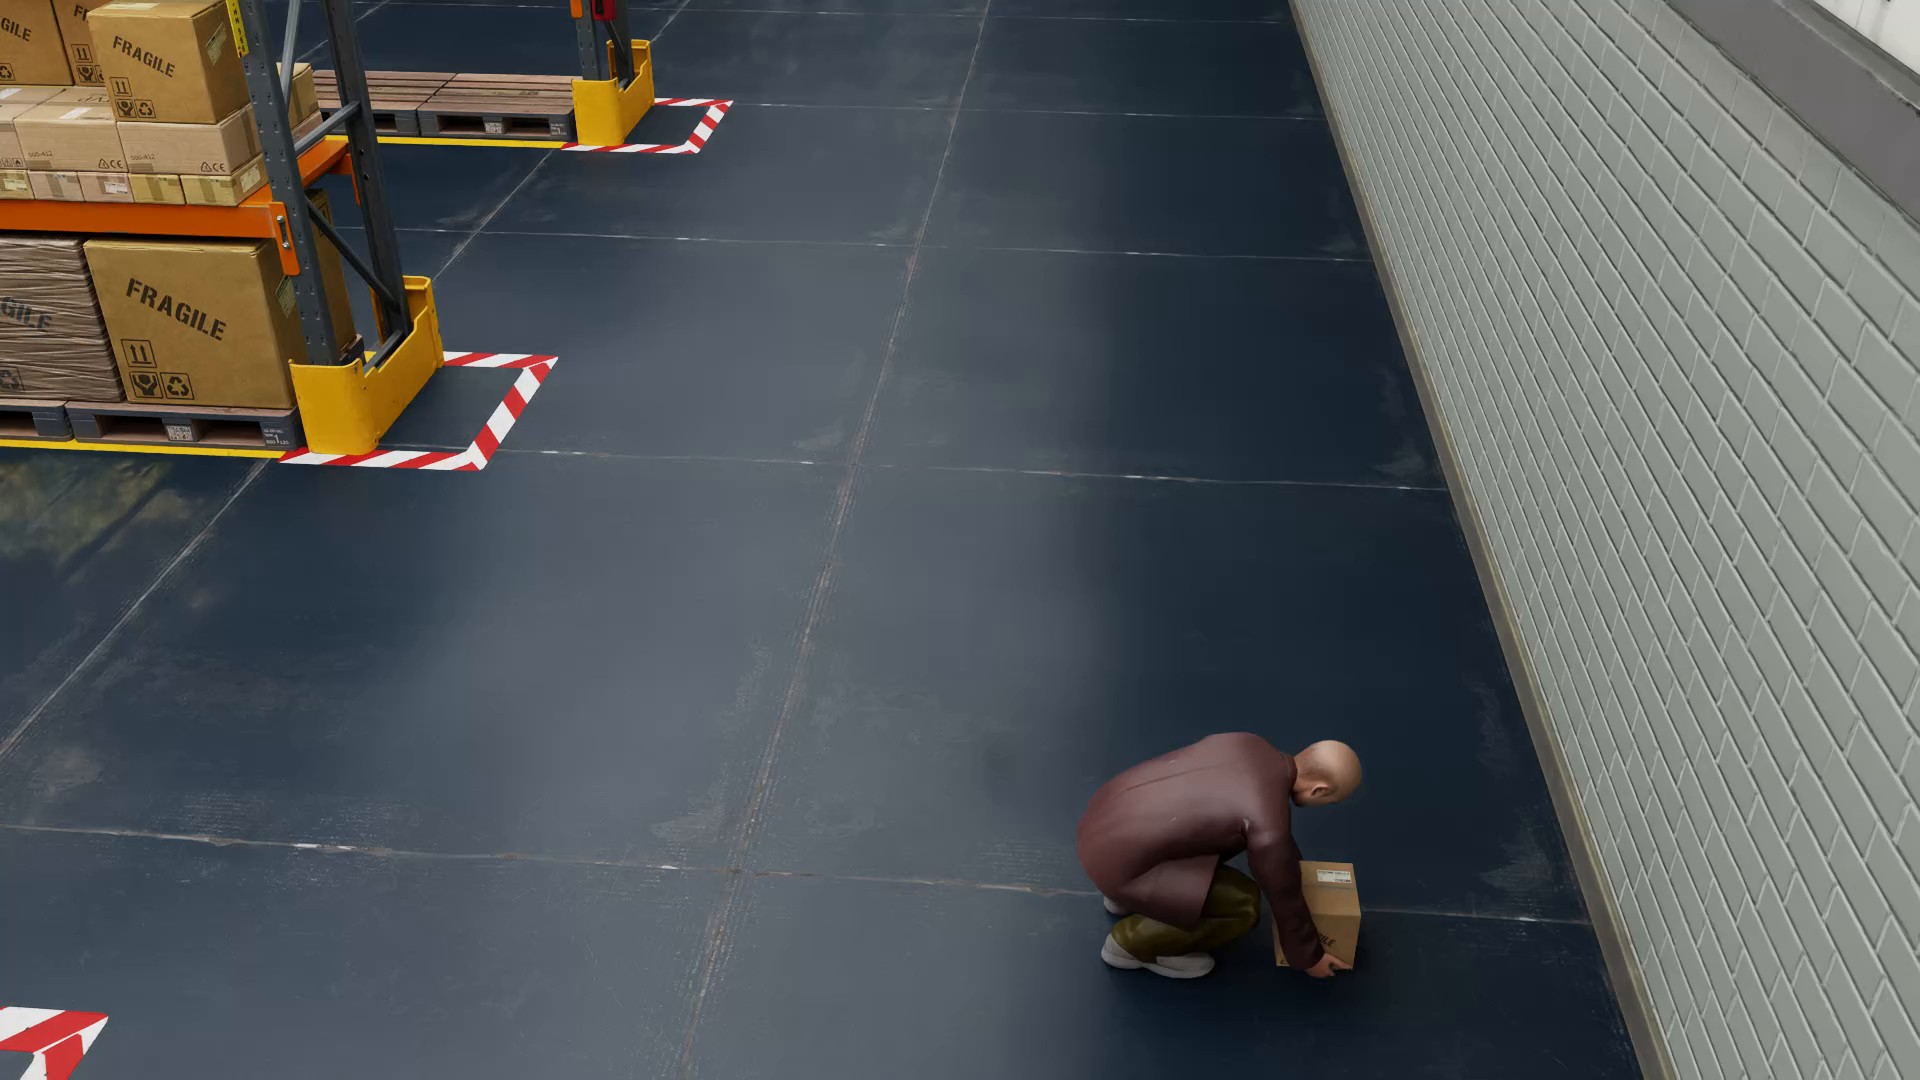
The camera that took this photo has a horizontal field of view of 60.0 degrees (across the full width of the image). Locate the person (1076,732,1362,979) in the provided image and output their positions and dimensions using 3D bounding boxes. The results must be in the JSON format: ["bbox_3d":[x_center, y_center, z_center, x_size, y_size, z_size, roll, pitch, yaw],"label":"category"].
[{"bbox_3d":[0.839,1.046,5.464,0.922,0.890,0.581,2,32,3],"label":"person"}]
